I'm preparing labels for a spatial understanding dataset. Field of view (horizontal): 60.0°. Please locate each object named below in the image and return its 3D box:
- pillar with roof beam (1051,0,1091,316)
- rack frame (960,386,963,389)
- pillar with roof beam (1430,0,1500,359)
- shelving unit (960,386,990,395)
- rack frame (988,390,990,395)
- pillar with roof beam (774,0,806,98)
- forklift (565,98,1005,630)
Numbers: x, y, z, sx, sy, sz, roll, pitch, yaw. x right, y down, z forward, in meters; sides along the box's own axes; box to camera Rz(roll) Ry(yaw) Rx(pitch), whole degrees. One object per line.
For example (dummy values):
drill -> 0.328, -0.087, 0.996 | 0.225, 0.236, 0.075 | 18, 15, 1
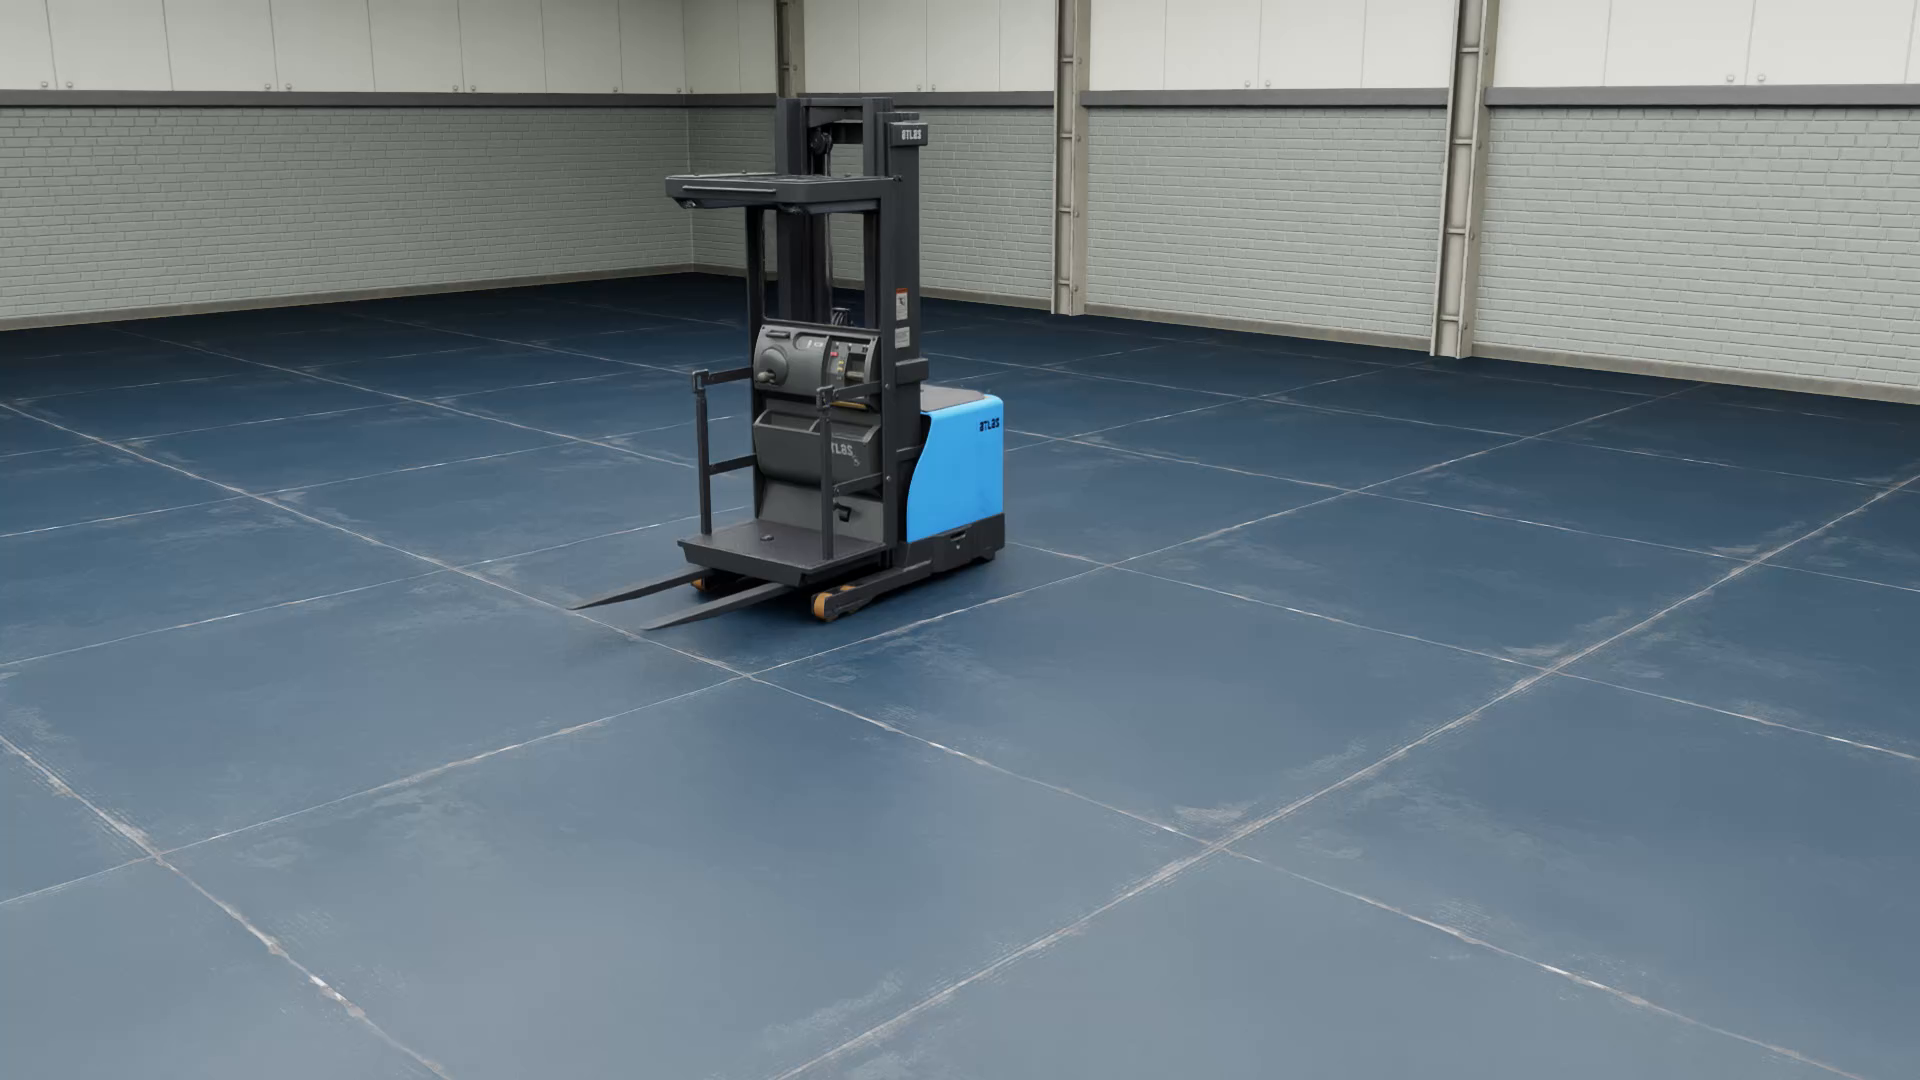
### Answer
pillar with roof beam -> -1.432, -6.830, 19.799 | 0.400, 9.000, 9.100 | 14, 20, 42
rack frame -> -0.049, -0.521, 11.348 | 0.008, 1.050, 0.200 | 13, 19, 40
pillar with roof beam -> 2.887, -5.780, 15.769 | 0.400, 9.000, 9.100 | 14, 20, 42
shelving unit -> 0.042, -0.500, 11.269 | 0.252, 1.050, 0.215 | 13, 19, 40
rack frame -> 0.133, -0.480, 11.191 | 0.008, 1.050, 0.200 | 13, 19, 40
pillar with roof beam -> -5.752, -7.880, 23.829 | 0.400, 9.000, 9.100 | 14, 20, 42
forklift -> -0.994, -1.087, 9.792 | 1.130, 2.935, 3.031 | 11, 18, 36
